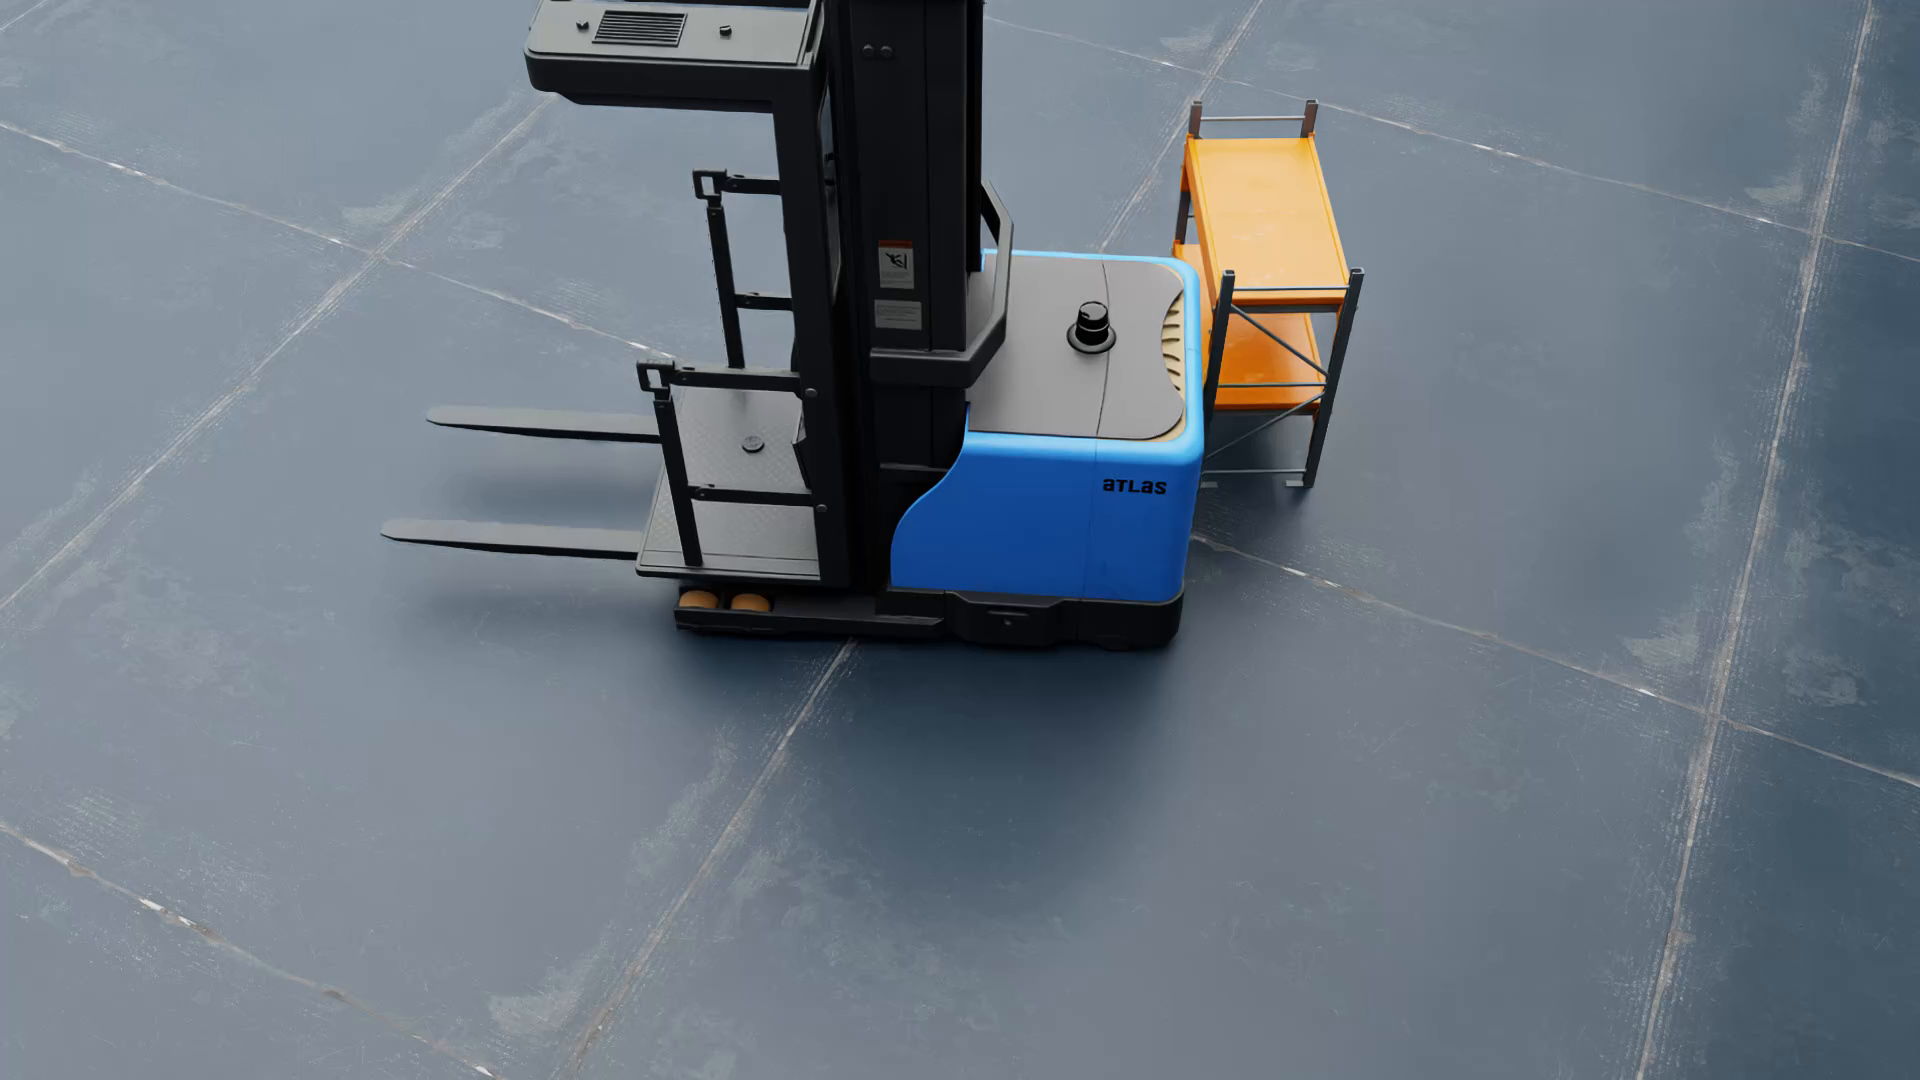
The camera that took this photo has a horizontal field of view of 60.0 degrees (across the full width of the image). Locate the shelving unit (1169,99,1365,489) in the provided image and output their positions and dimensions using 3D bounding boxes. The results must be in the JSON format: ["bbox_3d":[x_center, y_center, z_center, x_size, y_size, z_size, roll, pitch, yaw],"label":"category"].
[{"bbox_3d":[1.173,-0.975,6.656,0.538,1.125,1.048,-1,50,-1],"label":"shelving unit"}]

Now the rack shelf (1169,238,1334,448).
[{"bbox_3d":[1.173,-0.817,6.842,0.538,0.278,1.000,-1,50,-1],"label":"rack shelf"}]

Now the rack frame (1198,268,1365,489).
[{"bbox_3d":[1.184,-0.588,6.327,0.500,1.125,0.032,-1,50,-1],"label":"rack frame"}]

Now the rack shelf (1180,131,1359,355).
[{"bbox_3d":[1.173,-1.165,6.433,0.538,0.278,1.000,-1,50,-1],"label":"rack shelf"}]

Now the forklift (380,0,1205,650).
[{"bbox_3d":[-0.661,-0.994,5.487,3.031,2.935,1.130,3,50,3],"label":"forklift"}]

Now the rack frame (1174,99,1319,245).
[{"bbox_3d":[1.163,-1.362,6.986,0.500,1.125,0.032,-1,50,-1],"label":"rack frame"}]
